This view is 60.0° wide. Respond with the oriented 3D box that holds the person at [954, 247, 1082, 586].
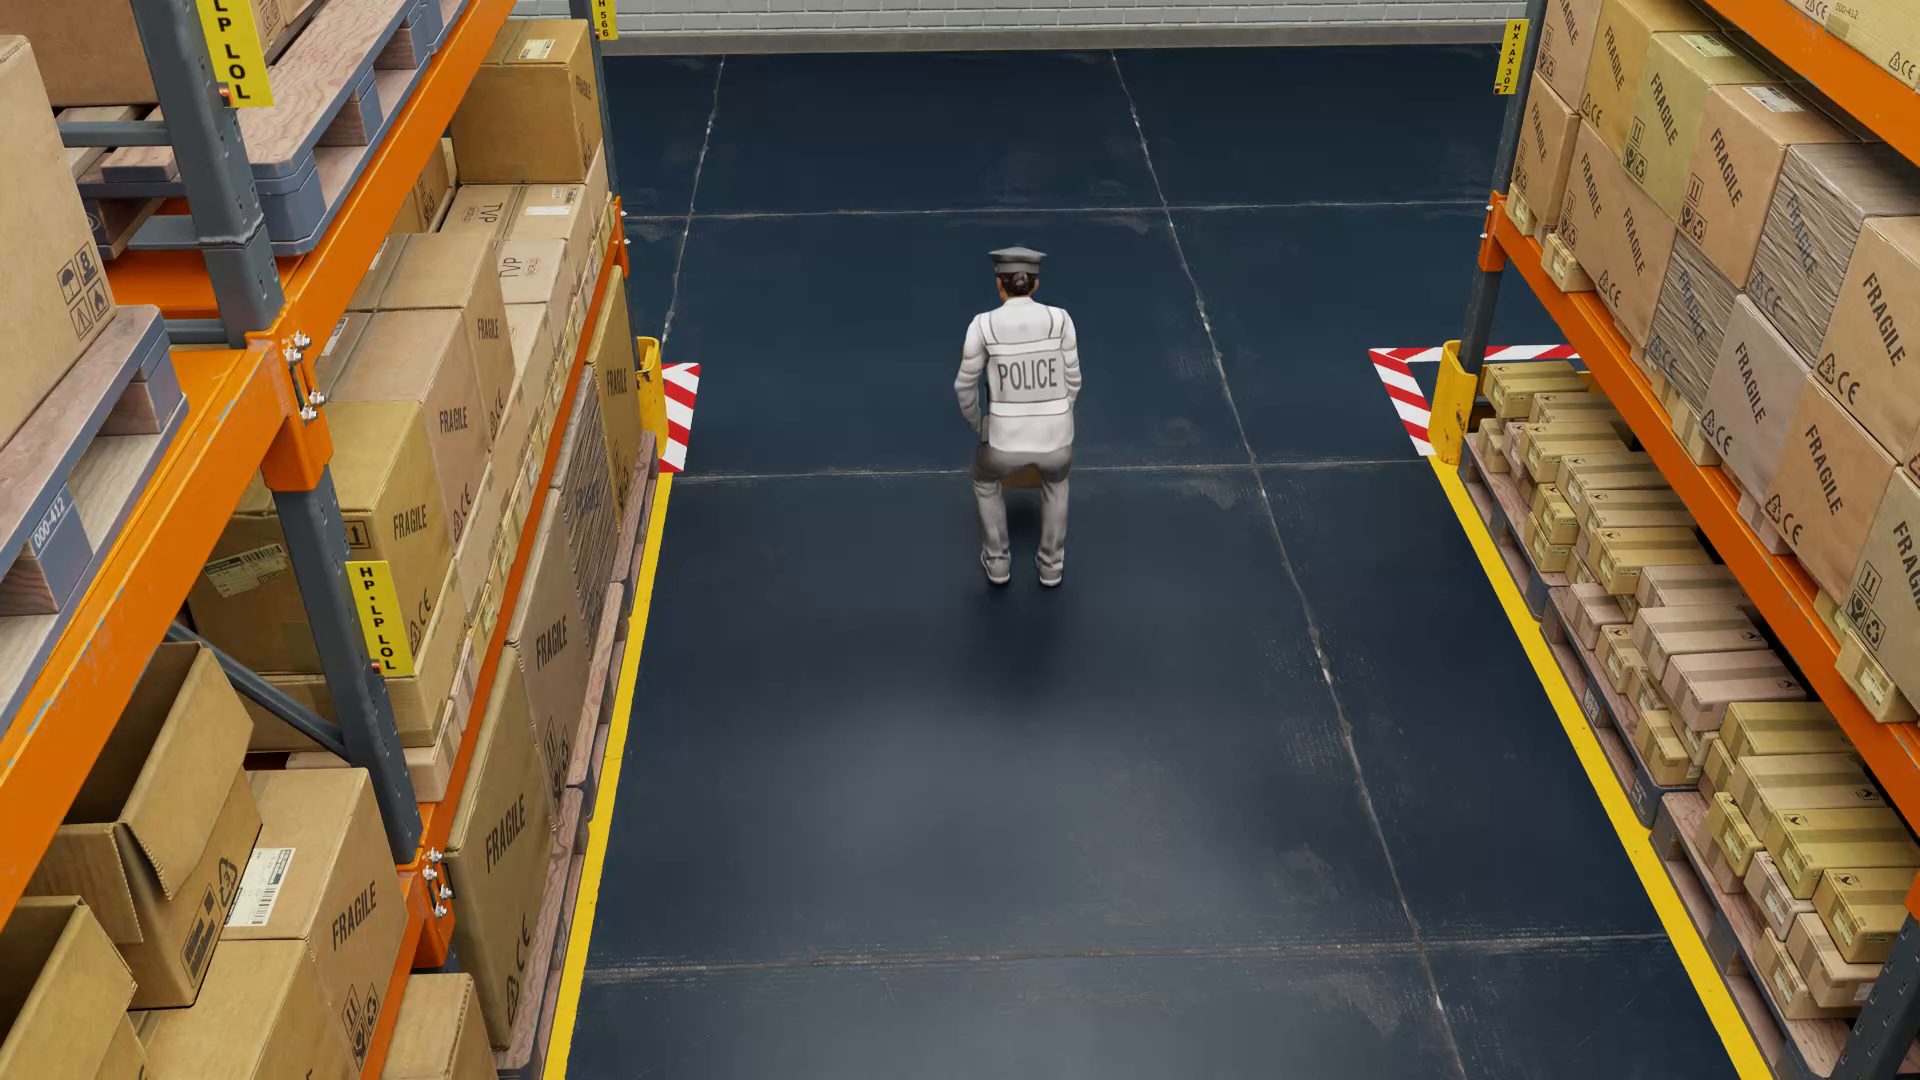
[{"bbox_3d":[0.246,-0.488,7.001,0.524,1.479,0.633,-1,35,-2],"label":"person"}]
